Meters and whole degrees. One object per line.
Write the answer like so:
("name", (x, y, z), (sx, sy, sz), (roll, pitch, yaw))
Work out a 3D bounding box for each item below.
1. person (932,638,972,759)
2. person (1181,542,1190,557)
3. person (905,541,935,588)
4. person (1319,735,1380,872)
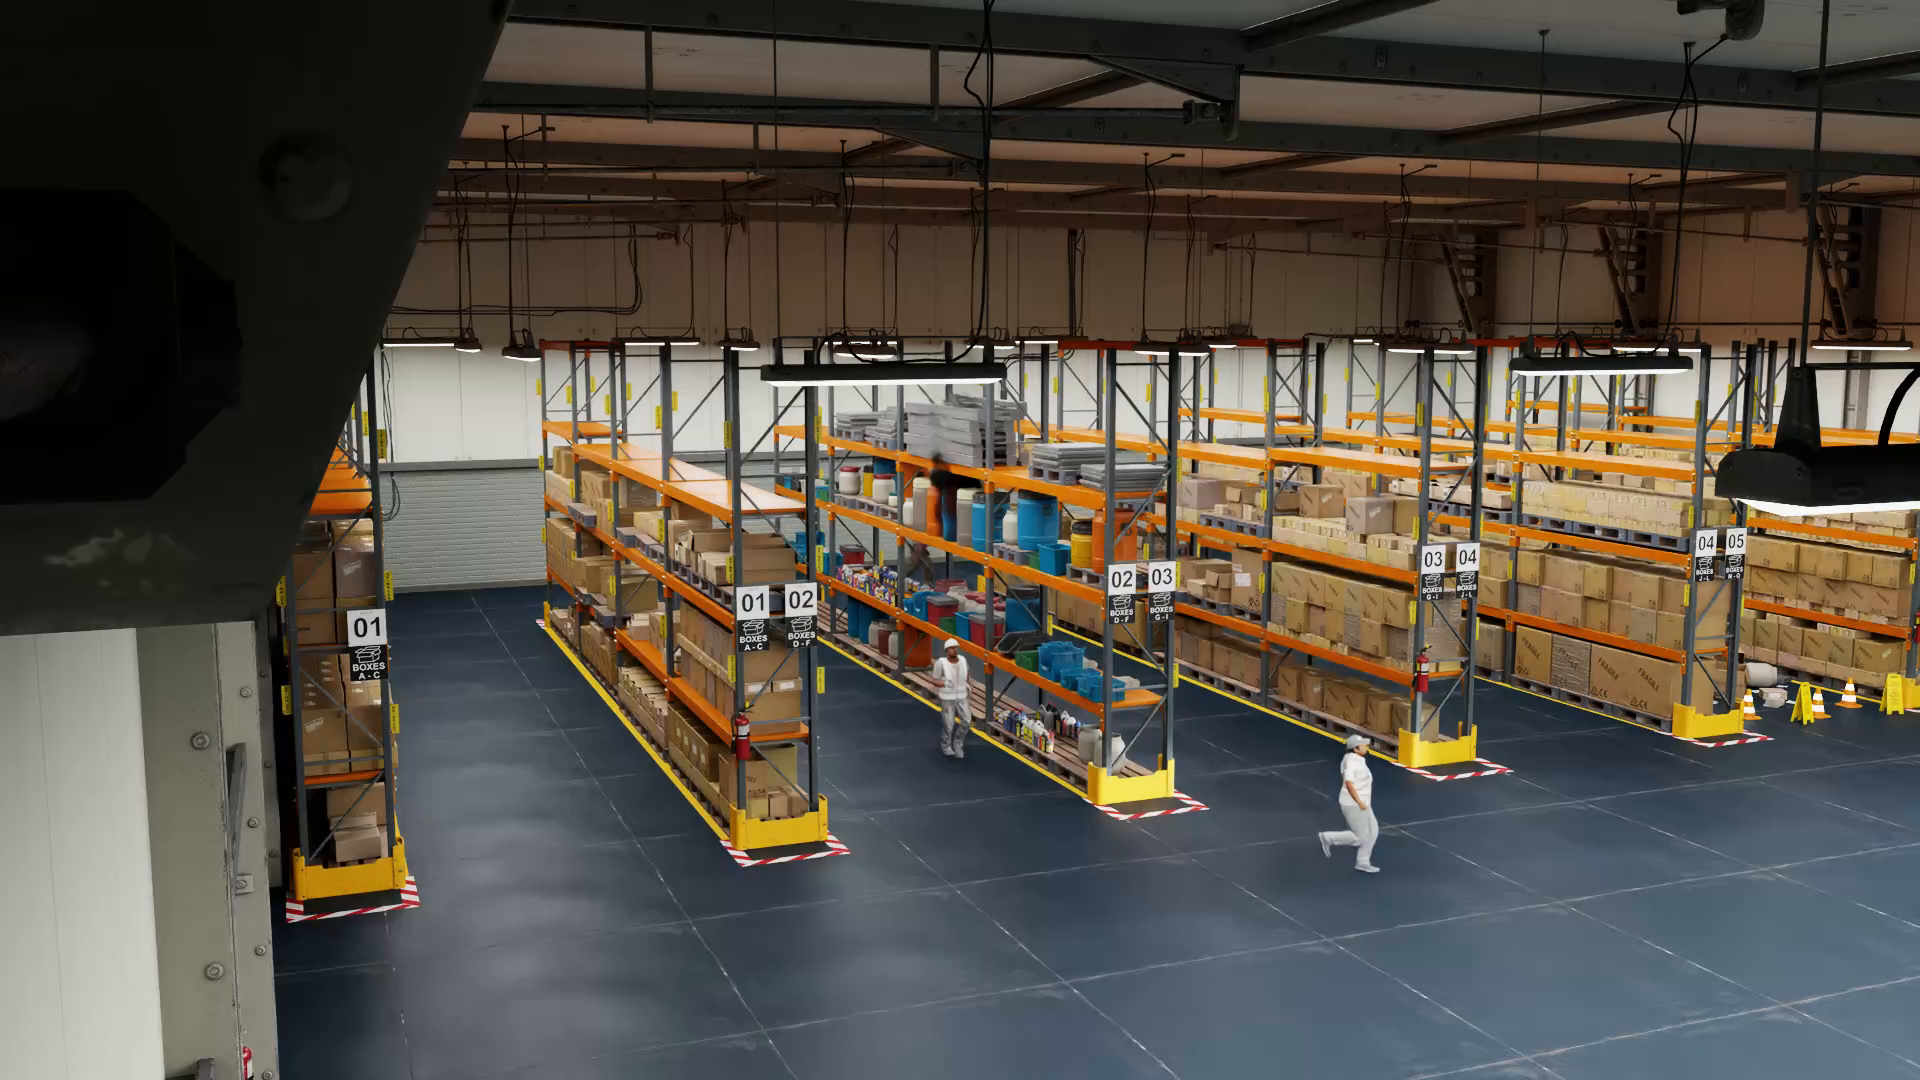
("person", (-0.068, 2.321, 24.161), (0.662, 1.782, 0.644), (-3, 8, -22))
("person", (5.788, 0.125, 41.710), (0.789, 1.669, 0.689), (2, 8, 12))
("person", (-1.038, 0.354, 39.769), (1.060, 1.745, 0.733), (-2, 8, -13))
("person", (4.529, 3.052, 19.256), (0.711, 1.632, 0.608), (2, 8, 12))
